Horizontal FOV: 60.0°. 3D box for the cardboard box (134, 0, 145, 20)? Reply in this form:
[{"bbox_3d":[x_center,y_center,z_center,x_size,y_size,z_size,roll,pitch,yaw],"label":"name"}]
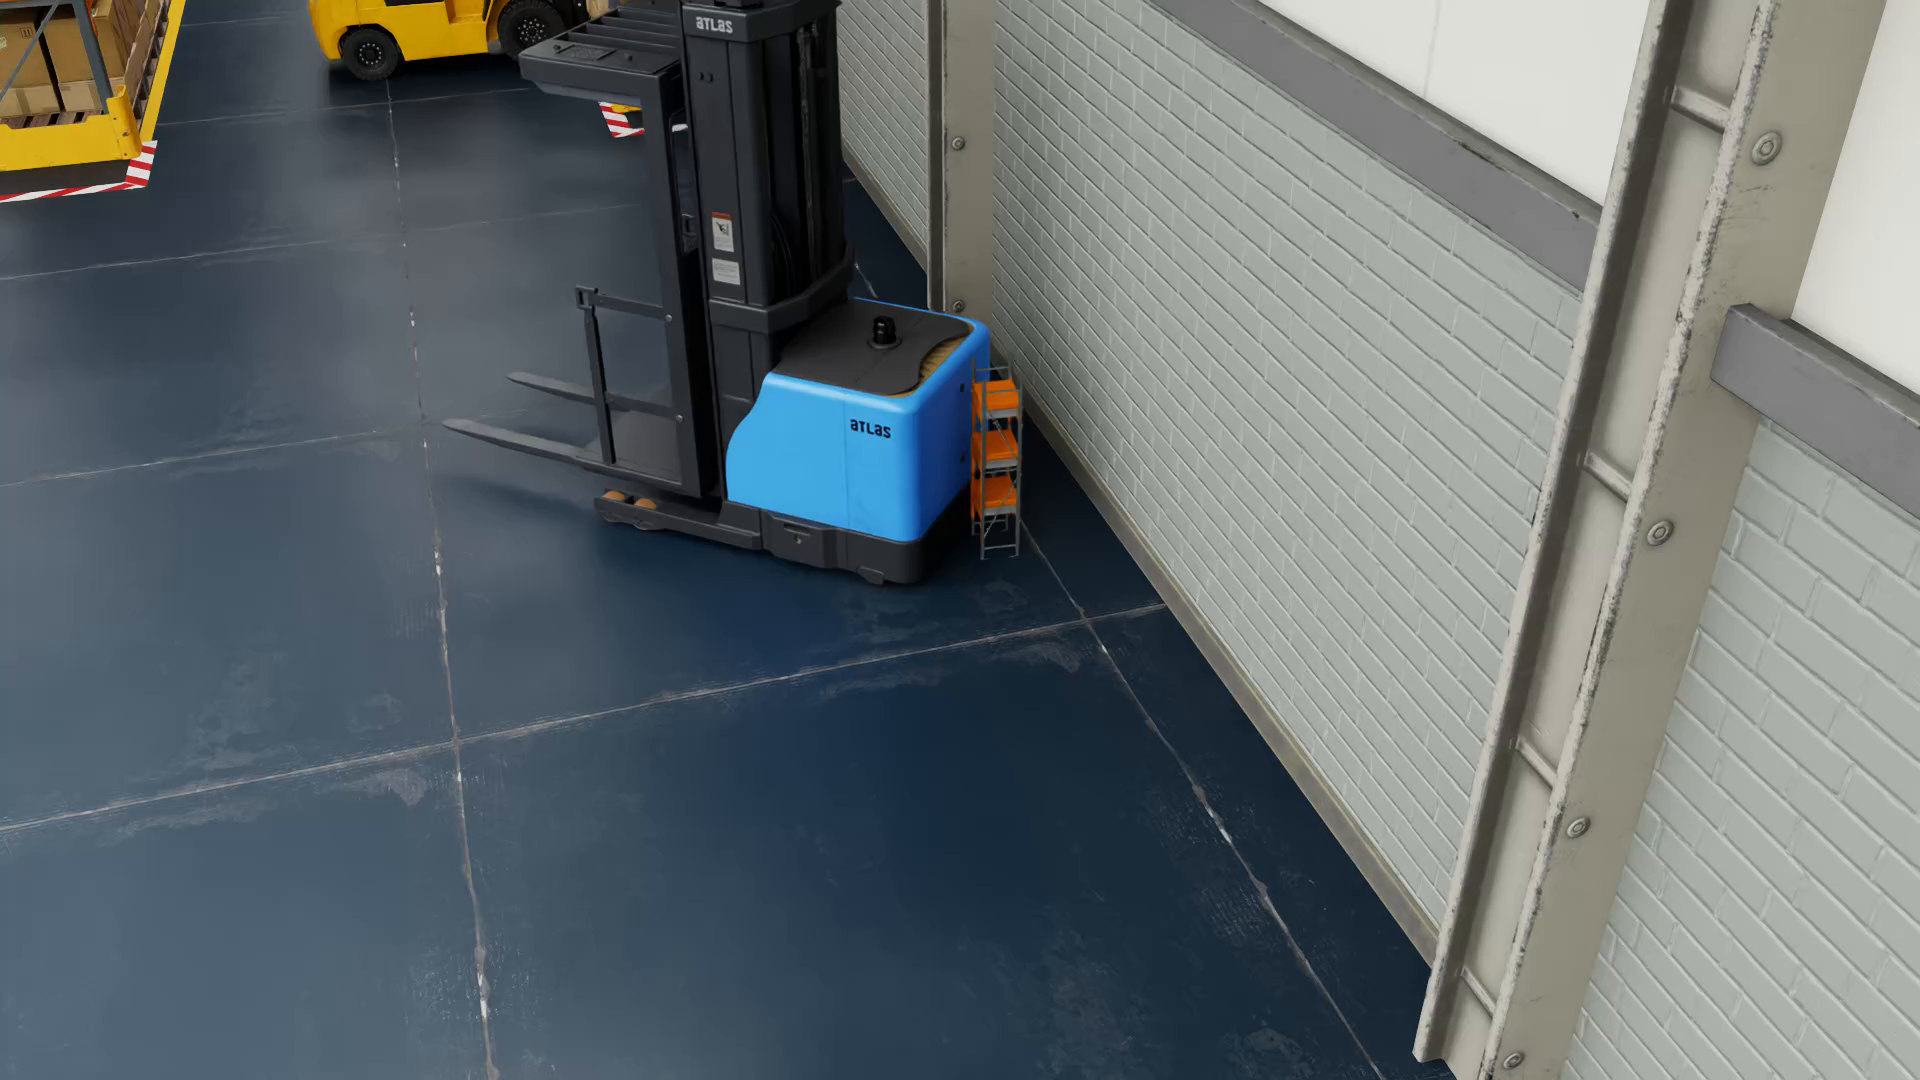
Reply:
[{"bbox_3d":[-7.674,-4.926,14.917,0.500,0.500,0.500,-8,34,-12],"label":"cardboard box"}]

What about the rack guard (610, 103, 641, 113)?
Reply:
[{"bbox_3d":[-2.470,-4.066,14.450,1.175,0.500,0.348,-10,35,-15],"label":"rack guard"}]

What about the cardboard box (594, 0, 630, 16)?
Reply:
[{"bbox_3d":[-2.915,-4.756,14.433,0.500,0.250,0.500,-9,34,-13],"label":"cardboard box"}]

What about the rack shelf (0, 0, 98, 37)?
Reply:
[{"bbox_3d":[-7.814,-5.035,14.302,1.077,0.370,4.000,-10,35,-15],"label":"rack shelf"}]

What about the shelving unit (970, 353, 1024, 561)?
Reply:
[{"bbox_3d":[0.182,-0.409,8.417,0.215,1.050,0.252,-6,34,-9],"label":"shelving unit"}]

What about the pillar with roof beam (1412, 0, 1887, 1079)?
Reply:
[{"bbox_3d":[-2.271,-1.118,2.279,9.100,9.000,0.400,-10,35,-15],"label":"pillar with roof beam"}]

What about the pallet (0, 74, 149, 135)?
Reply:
[{"bbox_3d":[-7.441,-3.594,13.998,1.003,0.211,1.213,-10,35,-15],"label":"pallet"}]

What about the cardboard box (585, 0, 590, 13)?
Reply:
[{"bbox_3d":[-3.244,-5.094,15.398,0.500,0.250,0.500,-11,35,-16],"label":"cardboard box"}]

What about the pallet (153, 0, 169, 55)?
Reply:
[{"bbox_3d":[-8.185,-4.875,15.936,1.003,0.211,1.213,-10,35,-15],"label":"pallet"}]

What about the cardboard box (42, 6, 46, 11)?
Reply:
[{"bbox_3d":[-7.859,-4.276,13.934,0.500,0.500,0.500,-9,34,-13],"label":"cardboard box"}]

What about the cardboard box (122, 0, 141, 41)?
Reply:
[{"bbox_3d":[-7.503,-4.647,14.495,0.500,0.500,0.500,-9,35,-14],"label":"cardboard box"}]

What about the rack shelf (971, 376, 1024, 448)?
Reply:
[{"bbox_3d":[0.182,-0.637,8.266,0.215,0.259,0.240,-6,34,-9],"label":"rack shelf"}]

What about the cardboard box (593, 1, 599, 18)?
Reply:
[{"bbox_3d":[-2.924,-4.561,14.592,0.500,0.250,0.500,-10,35,-15],"label":"cardboard box"}]

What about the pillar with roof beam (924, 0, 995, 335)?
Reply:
[{"bbox_3d":[-4.101,-4.268,7.046,9.100,9.000,0.400,-10,35,-15],"label":"pillar with roof beam"}]

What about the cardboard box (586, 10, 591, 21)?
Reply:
[{"bbox_3d":[-3.209,-4.870,15.513,0.500,0.250,0.500,-10,35,-14],"label":"cardboard box"}]

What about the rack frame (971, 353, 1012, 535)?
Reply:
[{"bbox_3d":[0.158,-0.475,8.517,0.200,1.050,0.008,-6,34,-9],"label":"rack frame"}]

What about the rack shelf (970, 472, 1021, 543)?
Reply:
[{"bbox_3d":[0.182,-0.168,8.576,0.215,0.259,0.240,-6,34,-9],"label":"rack shelf"}]

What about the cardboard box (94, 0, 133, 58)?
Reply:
[{"bbox_3d":[-7.358,-4.382,14.094,0.500,0.500,0.500,-11,35,-17],"label":"cardboard box"}]

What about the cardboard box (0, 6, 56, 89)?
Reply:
[{"bbox_3d":[-7.696,-4.003,13.520,0.500,0.500,0.500,-10,35,-14],"label":"cardboard box"}]

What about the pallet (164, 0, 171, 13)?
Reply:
[{"bbox_3d":[-8.663,-5.630,17.079,1.003,0.211,1.213,-10,35,-15],"label":"pallet"}]

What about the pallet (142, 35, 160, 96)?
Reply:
[{"bbox_3d":[-7.810,-4.234,14.965,1.003,0.211,1.213,-10,35,-15],"label":"pallet"}]

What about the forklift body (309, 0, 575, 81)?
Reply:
[{"bbox_3d":[-4.794,-5.457,15.057,2.313,2.155,1.214,-10,35,-15],"label":"forklift body"}]

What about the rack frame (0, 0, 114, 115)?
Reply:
[{"bbox_3d":[-7.204,-4.285,12.514,1.000,3.000,0.127,-10,35,-15],"label":"rack frame"}]

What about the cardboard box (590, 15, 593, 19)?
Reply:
[{"bbox_3d":[-3.065,-4.606,15.113,0.500,0.250,0.500,-10,35,-15],"label":"cardboard box"}]

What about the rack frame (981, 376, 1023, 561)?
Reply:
[{"bbox_3d":[0.206,-0.343,8.317,0.200,1.050,0.008,-6,34,-9],"label":"rack frame"}]

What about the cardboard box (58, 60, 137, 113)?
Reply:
[{"bbox_3d":[-7.186,-3.783,13.868,0.500,0.250,0.500,-10,35,-15],"label":"cardboard box"}]

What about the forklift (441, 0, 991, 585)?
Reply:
[{"bbox_3d":[-1.396,-1.525,8.399,3.031,2.935,1.130,14,36,19],"label":"forklift"}]

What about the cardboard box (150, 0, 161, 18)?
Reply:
[{"bbox_3d":[-7.988,-5.148,15.933,0.500,0.250,0.500,-8,34,-13],"label":"cardboard box"}]

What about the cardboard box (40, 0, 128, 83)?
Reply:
[{"bbox_3d":[-7.194,-4.108,13.680,0.500,0.500,0.500,-11,35,-16],"label":"cardboard box"}]

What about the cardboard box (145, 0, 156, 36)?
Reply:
[{"bbox_3d":[-7.816,-4.870,15.513,0.500,0.250,0.500,-11,35,-16],"label":"cardboard box"}]

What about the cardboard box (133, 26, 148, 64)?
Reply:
[{"bbox_3d":[-7.513,-4.337,14.705,0.500,0.250,0.500,-8,34,-12],"label":"cardboard box"}]

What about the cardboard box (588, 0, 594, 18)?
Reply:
[{"bbox_3d":[-3.067,-4.827,14.993,0.500,0.250,0.500,-10,35,-15],"label":"cardboard box"}]

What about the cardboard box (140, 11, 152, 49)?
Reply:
[{"bbox_3d":[-7.665,-4.602,15.107,0.500,0.250,0.500,-9,35,-14],"label":"cardboard box"}]

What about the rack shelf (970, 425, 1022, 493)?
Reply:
[{"bbox_3d":[0.182,-0.400,8.423,0.215,0.259,0.240,-6,34,-9],"label":"rack shelf"}]

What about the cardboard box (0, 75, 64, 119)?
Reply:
[{"bbox_3d":[-7.714,-3.705,13.749,0.500,0.250,0.500,-10,35,-15],"label":"cardboard box"}]

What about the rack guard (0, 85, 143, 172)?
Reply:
[{"bbox_3d":[-7.227,-3.282,13.264,1.175,0.500,0.348,-10,35,-15],"label":"rack guard"}]

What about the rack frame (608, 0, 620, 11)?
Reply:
[{"bbox_3d":[-2.478,-5.122,13.780,1.000,3.000,0.127,-10,35,-15],"label":"rack frame"}]

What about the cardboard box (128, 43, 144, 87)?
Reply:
[{"bbox_3d":[-7.335,-4.052,14.275,0.500,0.250,0.500,-9,34,-13],"label":"cardboard box"}]

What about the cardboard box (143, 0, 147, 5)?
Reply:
[{"bbox_3d":[-7.831,-5.194,15.322,0.500,0.500,0.500,-9,35,-14],"label":"cardboard box"}]
